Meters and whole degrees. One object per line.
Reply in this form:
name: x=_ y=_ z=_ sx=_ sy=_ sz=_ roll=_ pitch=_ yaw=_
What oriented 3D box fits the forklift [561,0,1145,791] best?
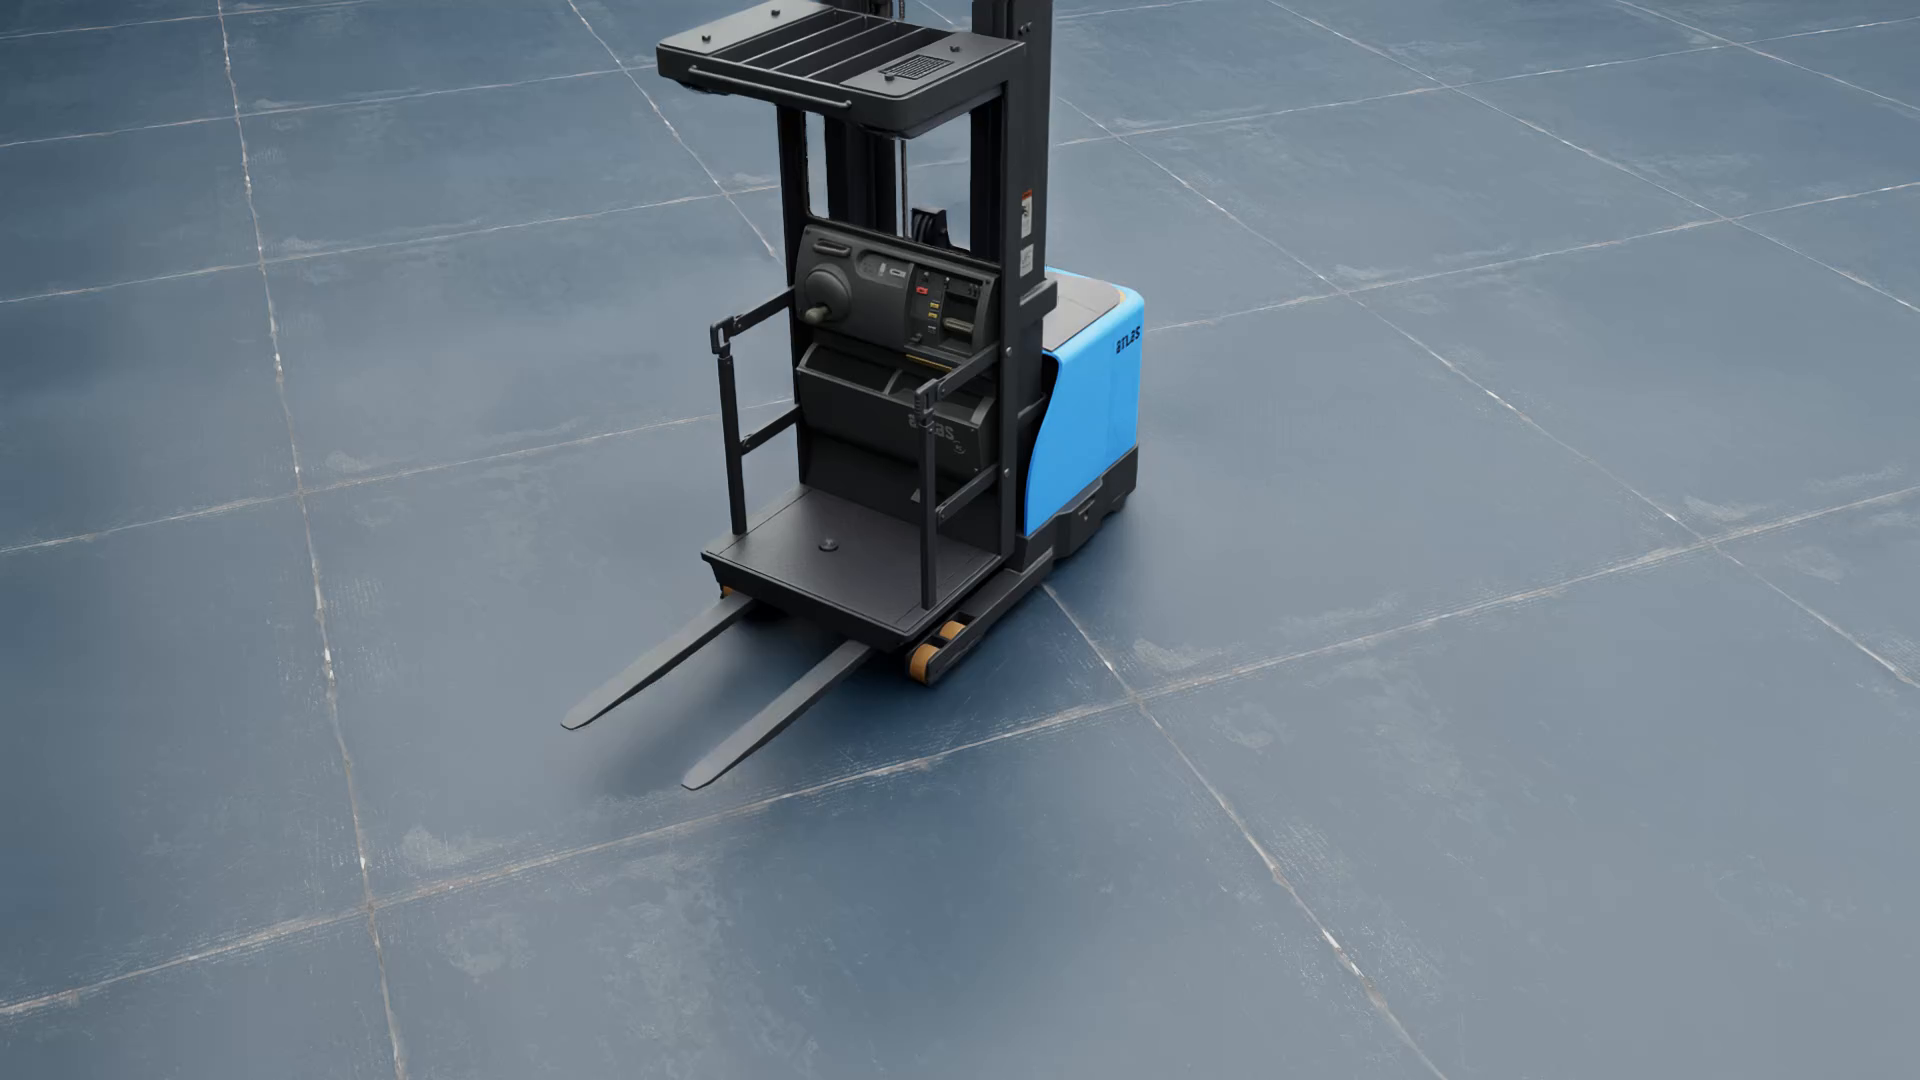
forklift: x=-0.388 y=-0.931 z=6.493 sx=1.130 sy=2.935 sz=3.031 roll=20 pitch=38 yaw=28
